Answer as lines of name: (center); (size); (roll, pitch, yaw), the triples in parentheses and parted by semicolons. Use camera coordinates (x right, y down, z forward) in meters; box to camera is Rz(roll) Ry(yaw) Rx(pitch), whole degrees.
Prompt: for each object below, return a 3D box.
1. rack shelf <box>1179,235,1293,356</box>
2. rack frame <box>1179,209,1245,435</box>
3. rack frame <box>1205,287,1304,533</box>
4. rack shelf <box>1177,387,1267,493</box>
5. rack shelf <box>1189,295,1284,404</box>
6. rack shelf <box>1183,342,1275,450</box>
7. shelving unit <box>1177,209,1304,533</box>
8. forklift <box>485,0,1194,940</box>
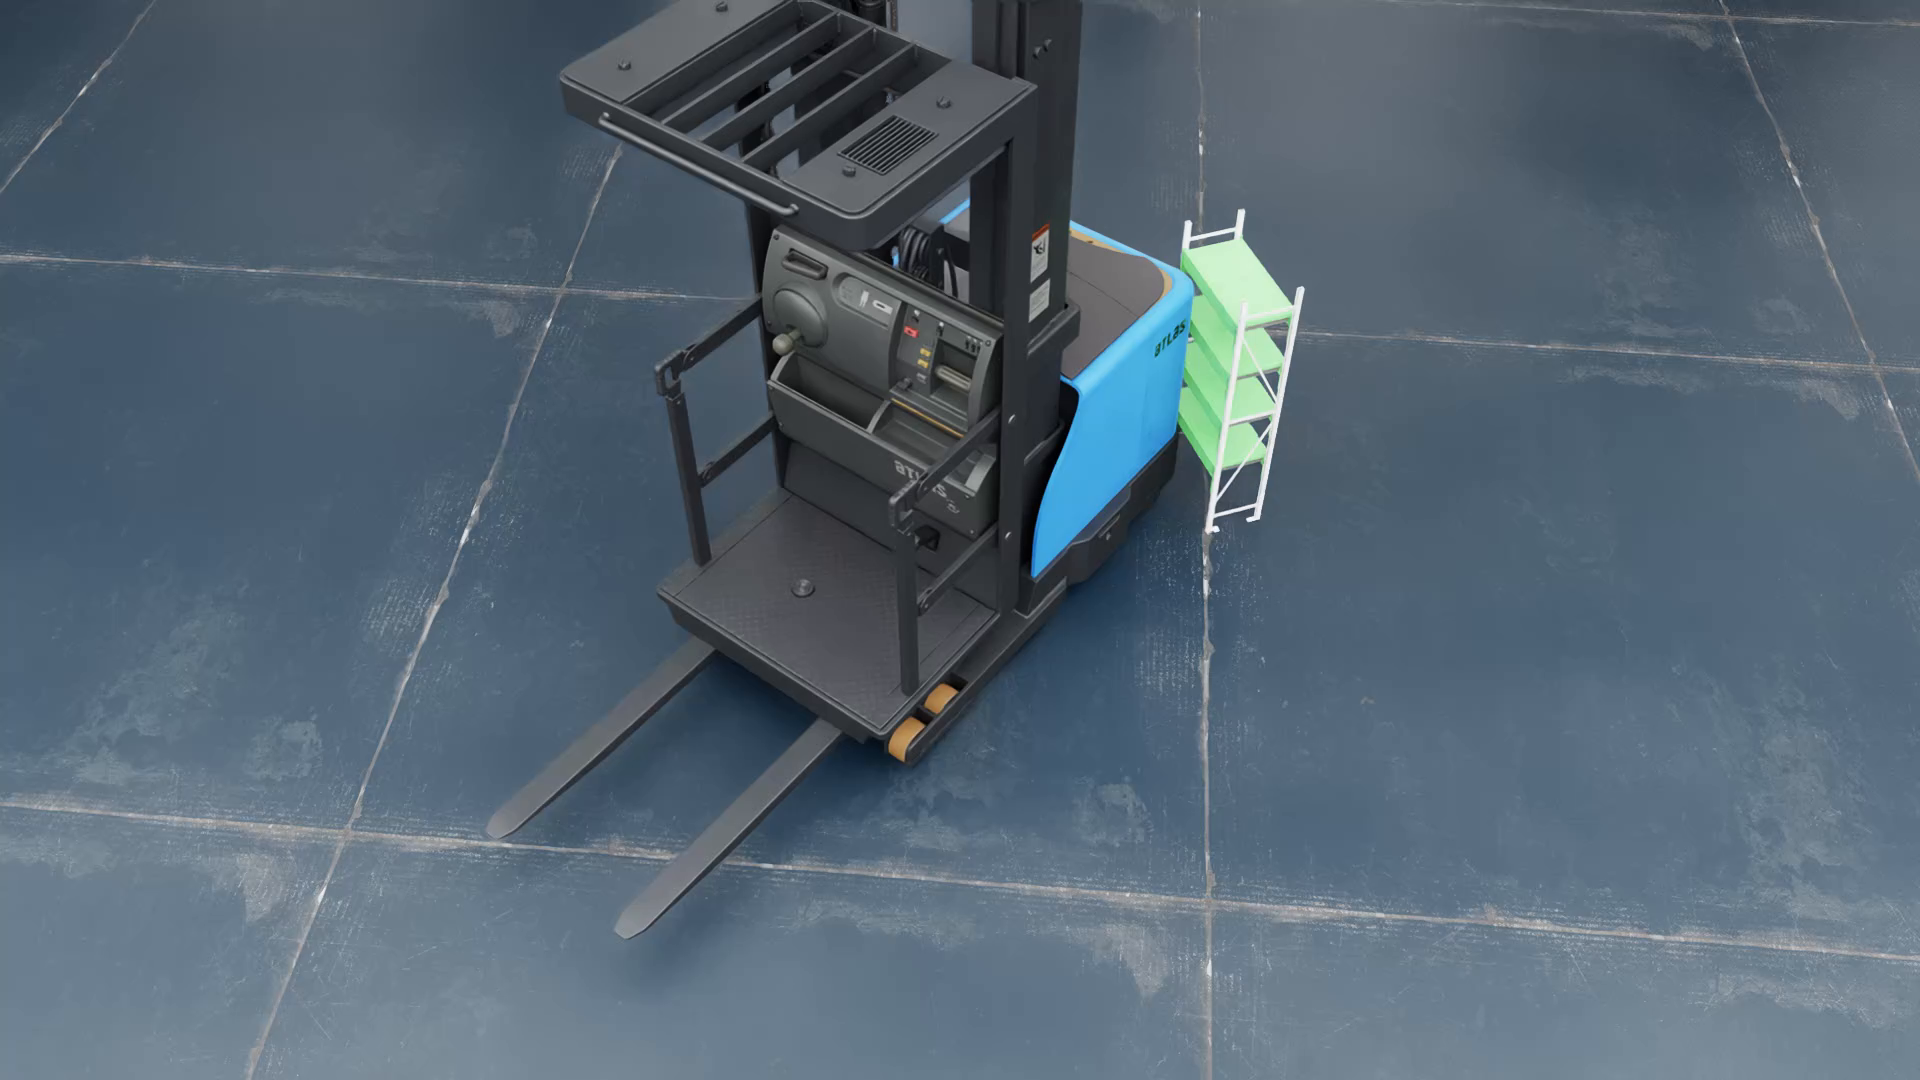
rack shelf: (1.036, -0.919, 6.214); (0.258, 0.148, 0.480); (-14, 49, -13)
rack frame: (0.957, -0.809, 6.677); (0.240, 1.200, 0.015); (-14, 49, -13)
rack frame: (1.116, -0.468, 6.365); (0.240, 1.200, 0.015); (-14, 49, -13)
rack shelf: (1.036, -0.433, 6.745); (0.258, 0.148, 0.480); (-14, 49, -13)
rack shelf: (1.036, -0.757, 6.391); (0.258, 0.148, 0.480); (-14, 49, -13)
rack shelf: (1.036, -0.595, 6.568); (0.258, 0.148, 0.480); (-14, 49, -13)
shelving unit: (1.036, -0.639, 6.521); (0.258, 1.200, 0.503); (-14, 49, -13)
forklift: (-0.404, -0.601, 5.314); (1.130, 2.935, 3.031); (30, 54, 24)
